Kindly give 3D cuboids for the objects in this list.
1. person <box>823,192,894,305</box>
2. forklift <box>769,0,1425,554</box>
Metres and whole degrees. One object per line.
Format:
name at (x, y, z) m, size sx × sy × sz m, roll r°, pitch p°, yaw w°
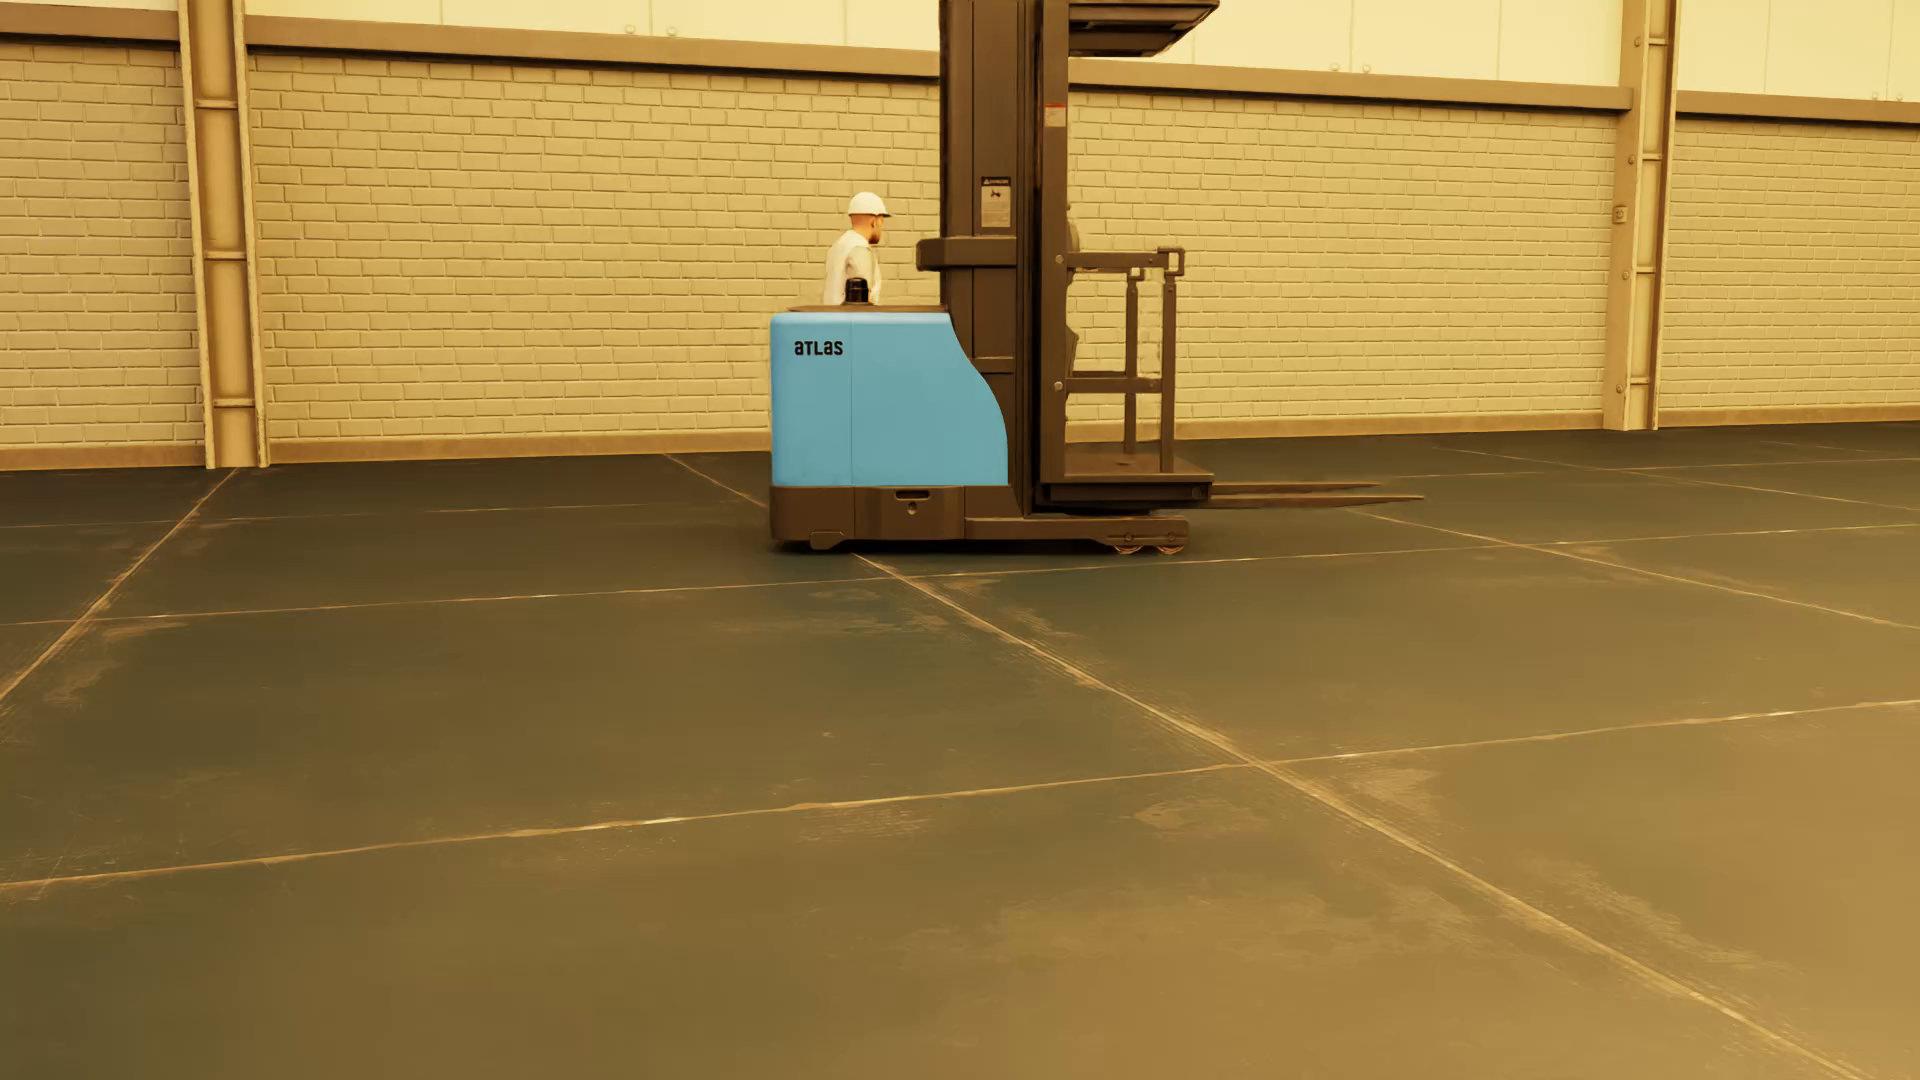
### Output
person at (-0.582, -1.107, 9.565) m, size 0.434 × 1.754 × 0.796 m, roll -3°, pitch 8°, yaw -24°
forklift at (0.630, -1.461, 7.788) m, size 3.031 × 2.935 × 1.130 m, roll -1°, pitch 8°, yaw -4°
